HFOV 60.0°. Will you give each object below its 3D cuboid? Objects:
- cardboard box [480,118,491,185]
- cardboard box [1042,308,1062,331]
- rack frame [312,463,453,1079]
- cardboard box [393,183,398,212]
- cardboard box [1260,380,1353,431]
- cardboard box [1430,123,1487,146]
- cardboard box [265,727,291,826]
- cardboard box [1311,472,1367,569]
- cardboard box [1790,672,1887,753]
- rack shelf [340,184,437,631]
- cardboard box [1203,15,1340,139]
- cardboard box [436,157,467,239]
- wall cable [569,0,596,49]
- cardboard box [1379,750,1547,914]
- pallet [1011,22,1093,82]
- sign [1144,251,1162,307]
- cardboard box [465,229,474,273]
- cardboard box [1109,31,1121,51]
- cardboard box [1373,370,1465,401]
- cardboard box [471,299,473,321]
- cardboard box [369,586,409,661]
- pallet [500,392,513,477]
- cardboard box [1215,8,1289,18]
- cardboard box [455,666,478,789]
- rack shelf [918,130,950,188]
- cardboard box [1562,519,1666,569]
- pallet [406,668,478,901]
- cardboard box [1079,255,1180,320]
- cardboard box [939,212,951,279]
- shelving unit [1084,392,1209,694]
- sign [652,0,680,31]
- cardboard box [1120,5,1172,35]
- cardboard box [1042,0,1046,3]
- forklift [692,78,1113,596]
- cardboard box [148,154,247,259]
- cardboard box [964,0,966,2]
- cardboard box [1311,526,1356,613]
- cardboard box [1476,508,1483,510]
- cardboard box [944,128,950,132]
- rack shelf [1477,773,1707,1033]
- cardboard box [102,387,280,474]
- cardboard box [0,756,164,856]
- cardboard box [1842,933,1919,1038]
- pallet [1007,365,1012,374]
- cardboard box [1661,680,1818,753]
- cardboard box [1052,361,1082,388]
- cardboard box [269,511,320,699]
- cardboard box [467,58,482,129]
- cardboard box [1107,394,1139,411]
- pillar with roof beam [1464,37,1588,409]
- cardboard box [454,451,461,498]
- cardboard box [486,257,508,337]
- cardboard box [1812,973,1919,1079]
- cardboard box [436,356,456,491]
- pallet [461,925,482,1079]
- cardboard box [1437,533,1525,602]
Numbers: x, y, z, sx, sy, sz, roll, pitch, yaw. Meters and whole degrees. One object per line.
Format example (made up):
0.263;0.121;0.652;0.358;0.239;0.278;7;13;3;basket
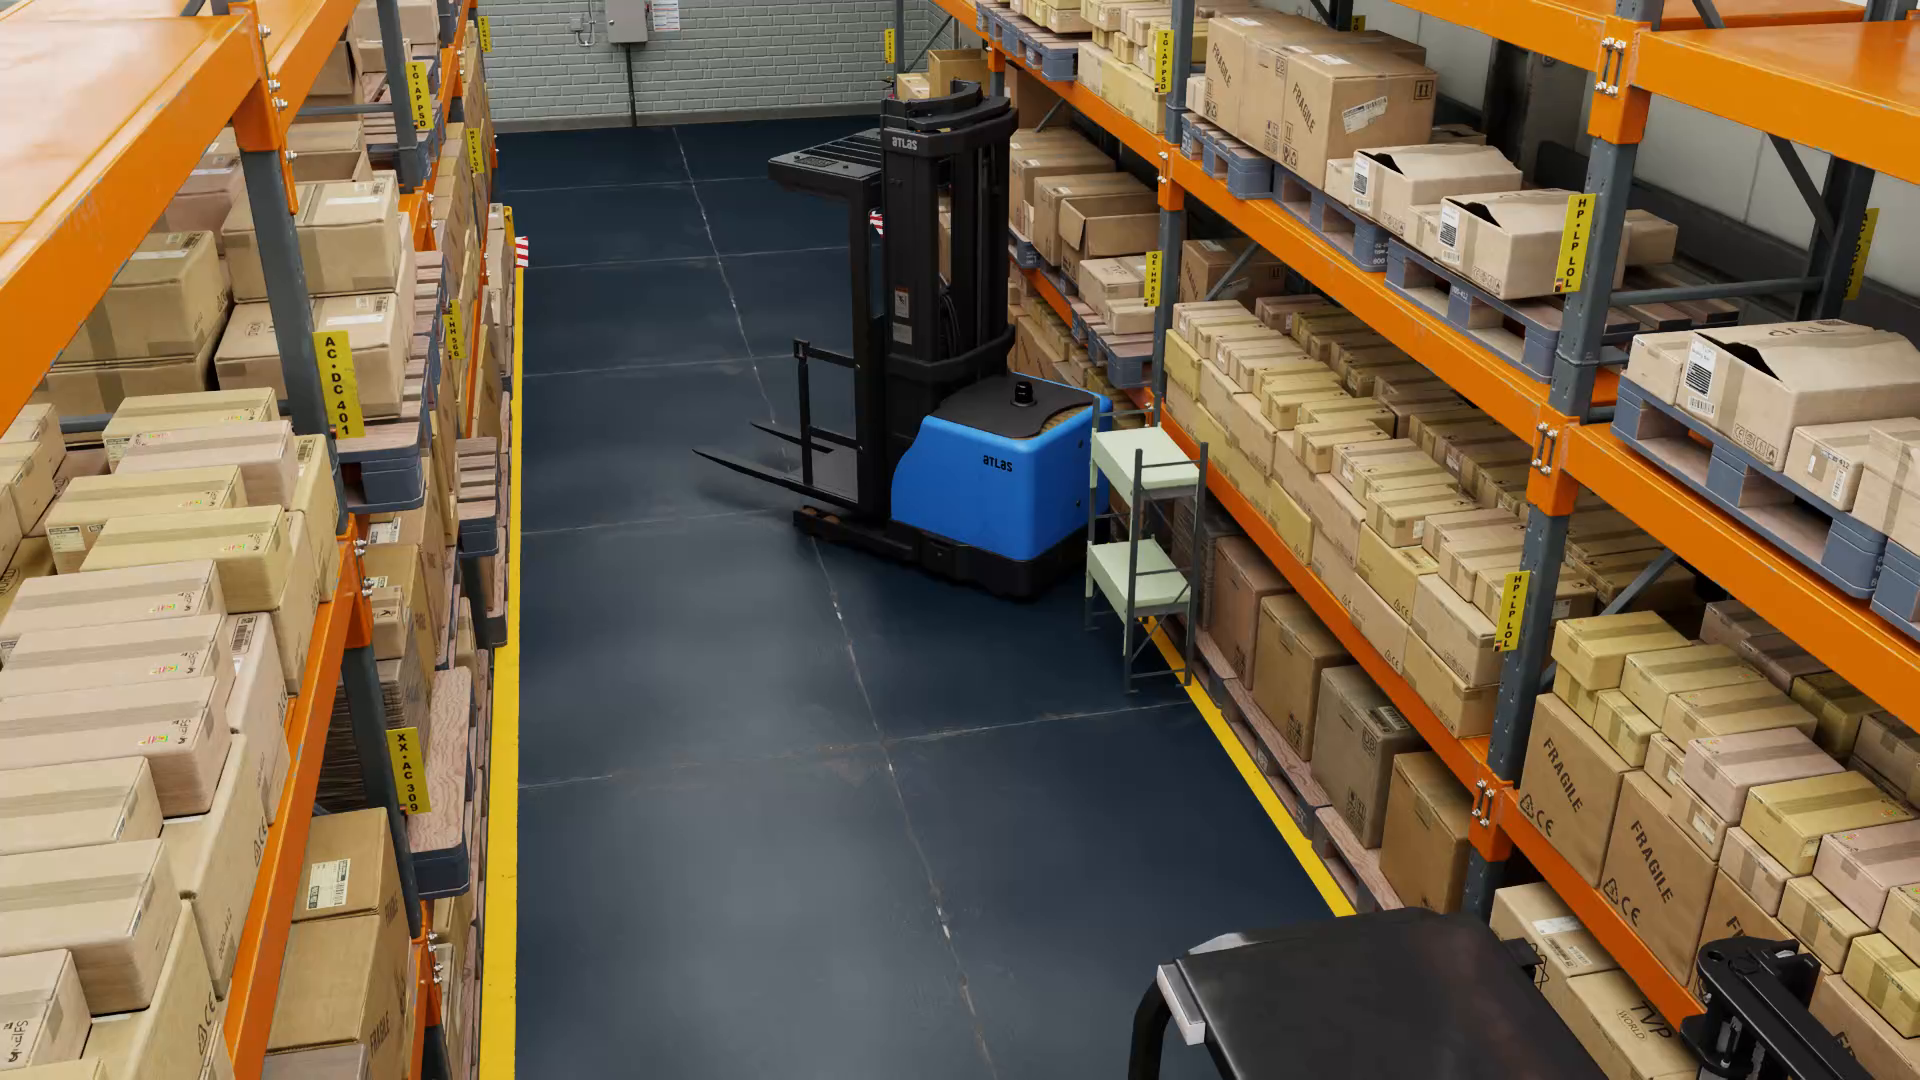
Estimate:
-4.283;-3.267;14.129;0.500;0.500;0.500;-5;27;-10;cardboard box
0.838;-1.661;12.647;0.380;0.149;0.250;-6;27;-12;cardboard box
-2.298;1.189;5.412;1.000;3.000;0.127;-6;27;-12;rack frame
-2.860;-1.569;7.826;0.380;0.149;0.250;-6;27;-12;cardboard box
1.722;-0.672;8.268;0.380;0.149;0.250;-5;27;-11;cardboard box
2.217;-1.840;7.766;0.380;0.166;0.250;-6;27;-12;cardboard box
-1.711;0.523;3.682;0.380;0.149;0.250;-5;27;-10;cardboard box
1.945;-0.113;7.603;0.500;0.250;0.500;-5;27;-11;cardboard box
2.993;0.555;5.507;0.380;0.149;0.250;-6;27;-12;cardboard box
-2.748;-0.707;6.638;1.077;0.370;4.000;-6;27;-12;rack shelf
1.562;-2.346;8.398;0.500;0.500;0.500;-6;27;-11;cardboard box
-3.536;-2.193;10.891;0.500;0.500;0.500;-5;27;-10;cardboard box
-4.916;-7.155;20.816;0.588;1.984;0.122;-6;27;-12;wall cable
2.409;1.328;7.306;0.875;0.625;0.625;-5;27;-9;cardboard box
1.050;-3.336;11.256;1.213;0.211;1.003;-6;27;-12;pallet
1.109;-1.495;9.533;0.100;0.325;0.005;-6;27;-12;sign
-3.522;-1.865;11.074;0.500;0.250;0.500;-5;27;-10;cardboard box
1.142;-3.107;10.319;0.380;0.149;0.250;-6;27;-11;cardboard box
2.317;-0.737;8.397;0.380;0.149;0.250;-6;27;-12;cardboard box
-3.545;-1.638;11.179;0.500;0.250;0.500;-7;28;-13;cardboard box
-2.059;0.292;5.562;0.380;0.149;0.250;-6;27;-12;cardboard box
-3.853;-0.747;12.343;1.003;0.211;1.213;-6;27;-12;pallet
1.737;-3.068;9.910;0.380;0.149;0.250;-6;27;-12;cardboard box
-2.907;0.991;8.255;0.950;0.372;0.625;-6;27;-13;cardboard box
0.284;-3.386;15.274;1.077;0.370;4.000;-6;27;-12;rack shelf
2.658;0.050;6.838;0.380;0.149;0.250;-7;28;-13;cardboard box
-2.328;0.924;6.149;1.003;0.211;1.213;-6;27;-12;pallet
1.083;-1.624;10.685;0.500;0.250;0.500;-7;28;-14;cardboard box
0.055;-2.757;15.538;0.500;0.500;0.500;-5;27;-11;cardboard box
1.031;0.014;9.403;0.431;1.500;0.755;-6;27;-12;shelving unit
-3.782;-6.800;21.346;0.329;0.494;0.001;-6;27;-12;sign
1.188;-3.130;10.035;0.380;0.149;0.250;-6;27;-12;cardboard box
0.732;-3.686;11.114;0.380;0.149;0.250;-6;27;-11;cardboard box
-0.503;-1.476;10.767;3.031;2.935;1.130;18;32;32;forklift
-2.804;-1.181;5.924;0.500;0.250;0.500;-6;27;-11;cardboard box
0.211;-4.519;13.670;0.380;0.149;0.250;-6;27;-12;cardboard box
1.968;0.114;7.708;0.500;0.250;0.500;-6;27;-11;cardboard box
2.569;0.056;7.267;0.500;0.250;0.500;-6;27;-12;cardboard box
0.155;-3.532;14.602;0.500;0.250;0.500;-6;27;-12;cardboard box
2.988;1.882;4.837;1.077;0.370;4.000;-6;27;-12;rack shelf
-2.014;-0.277;4.382;0.380;0.149;0.250;-5;27;-11;cardboard box
-1.590;0.514;2.814;0.380;0.149;0.250;-5;27;-11;cardboard box
2.682;1.196;4.566;0.380;0.149;0.250;-7;28;-13;cardboard box
0.955;-1.231;13.301;1.003;0.211;1.213;-6;27;-12;pallet
2.533;0.603;5.412;0.380;0.149;0.250;-6;27;-13;cardboard box
0.973;-0.985;12.026;0.500;0.500;0.500;-7;28;-13;cardboard box
-1.821;0.172;3.934;0.500;0.250;0.500;-6;27;-12;cardboard box
-4.295;-3.718;13.913;0.500;0.500;0.500;-6;27;-12;cardboard box
1.170;-0.862;11.063;0.380;0.149;0.250;-7;28;-13;cardboard box
-1.386;-2.833;6.723;9.100;9.000;0.400;-6;27;-12;pillar with roof beam
-2.665;-0.306;8.187;0.380;0.149;0.250;-6;27;-12;cardboard box
-4.340;-2.046;14.199;0.875;0.438;0.875;-7;28;-13;cardboard box
2.724;1.532;4.621;0.500;0.500;0.500;-6;27;-11;cardboard box
-2.699;-0.535;7.920;0.500;0.500;0.500;-6;27;-12;cardboard box
-2.475;2.092;6.717;1.003;0.211;1.213;-6;27;-12;pallet
2.168;0.110;6.719;0.380;0.149;0.250;-6;27;-12;cardboard box
